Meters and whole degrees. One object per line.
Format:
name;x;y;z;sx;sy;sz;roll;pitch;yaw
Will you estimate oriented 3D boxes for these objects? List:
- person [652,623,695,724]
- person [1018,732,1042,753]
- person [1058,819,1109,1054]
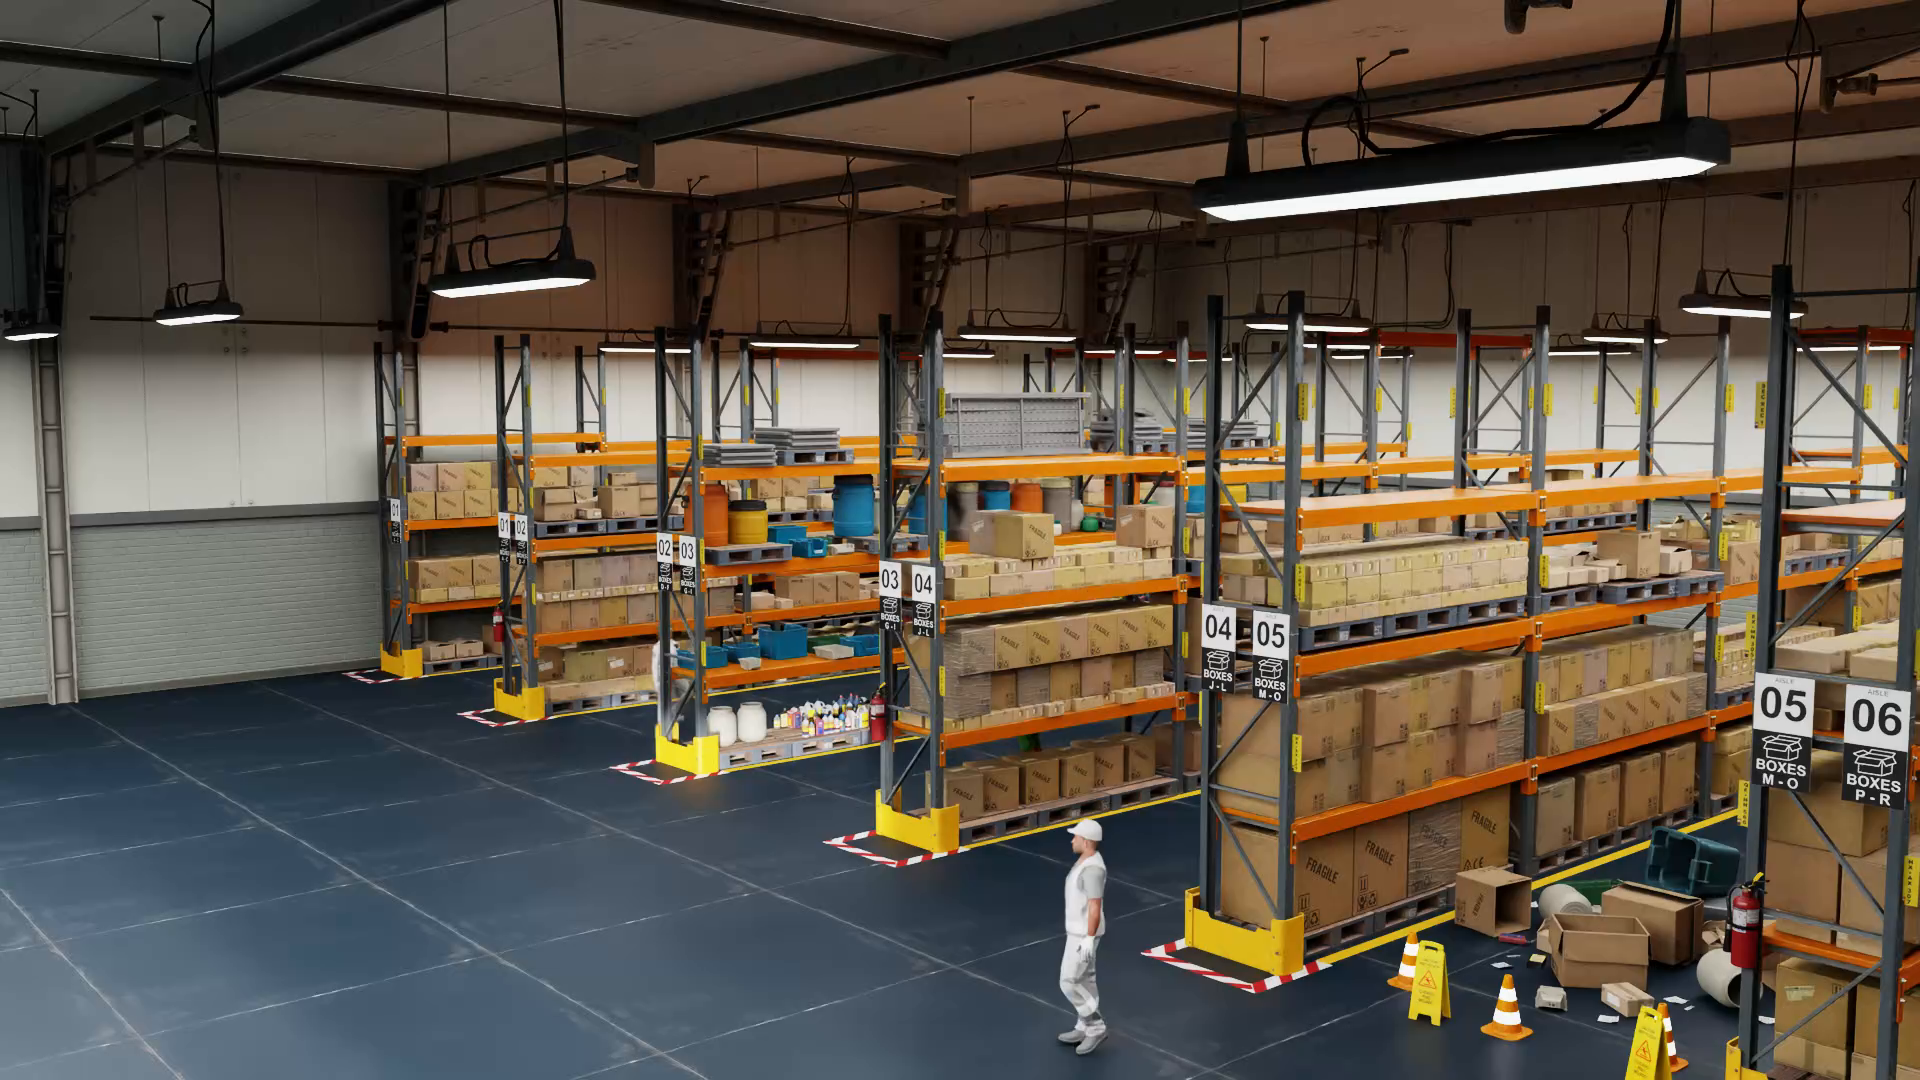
person;-4.304;2.075;24.775;0.489;1.691;0.578;5;7;44
person;0.914;2.246;22.176;0.407;1.792;0.599;3;6;33
person;0.970;3.079;13.033;0.391;1.794;0.606;0;5;2
